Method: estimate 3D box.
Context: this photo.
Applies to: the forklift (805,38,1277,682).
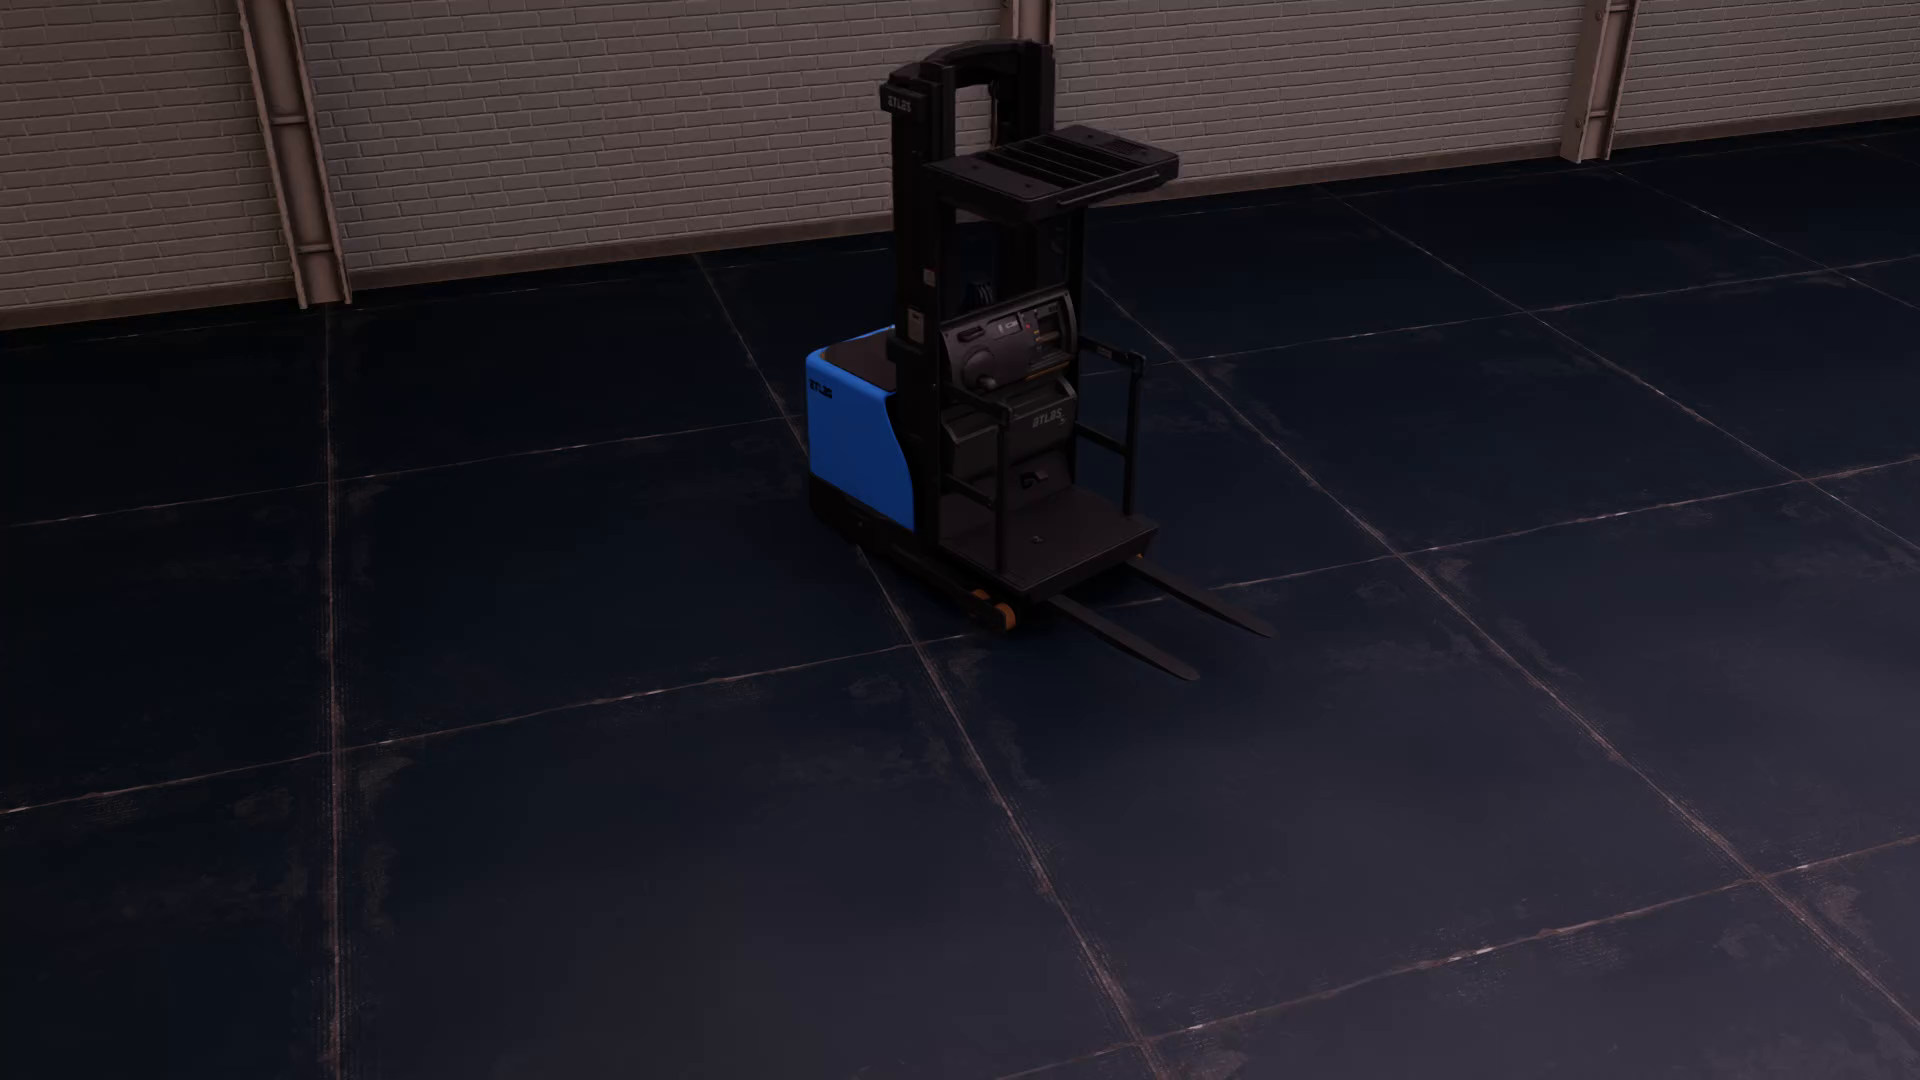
[{"bbox_3d":[0.417,-1.044,8.902,1.130,2.935,3.031,-24,37,-35],"label":"forklift"}]
